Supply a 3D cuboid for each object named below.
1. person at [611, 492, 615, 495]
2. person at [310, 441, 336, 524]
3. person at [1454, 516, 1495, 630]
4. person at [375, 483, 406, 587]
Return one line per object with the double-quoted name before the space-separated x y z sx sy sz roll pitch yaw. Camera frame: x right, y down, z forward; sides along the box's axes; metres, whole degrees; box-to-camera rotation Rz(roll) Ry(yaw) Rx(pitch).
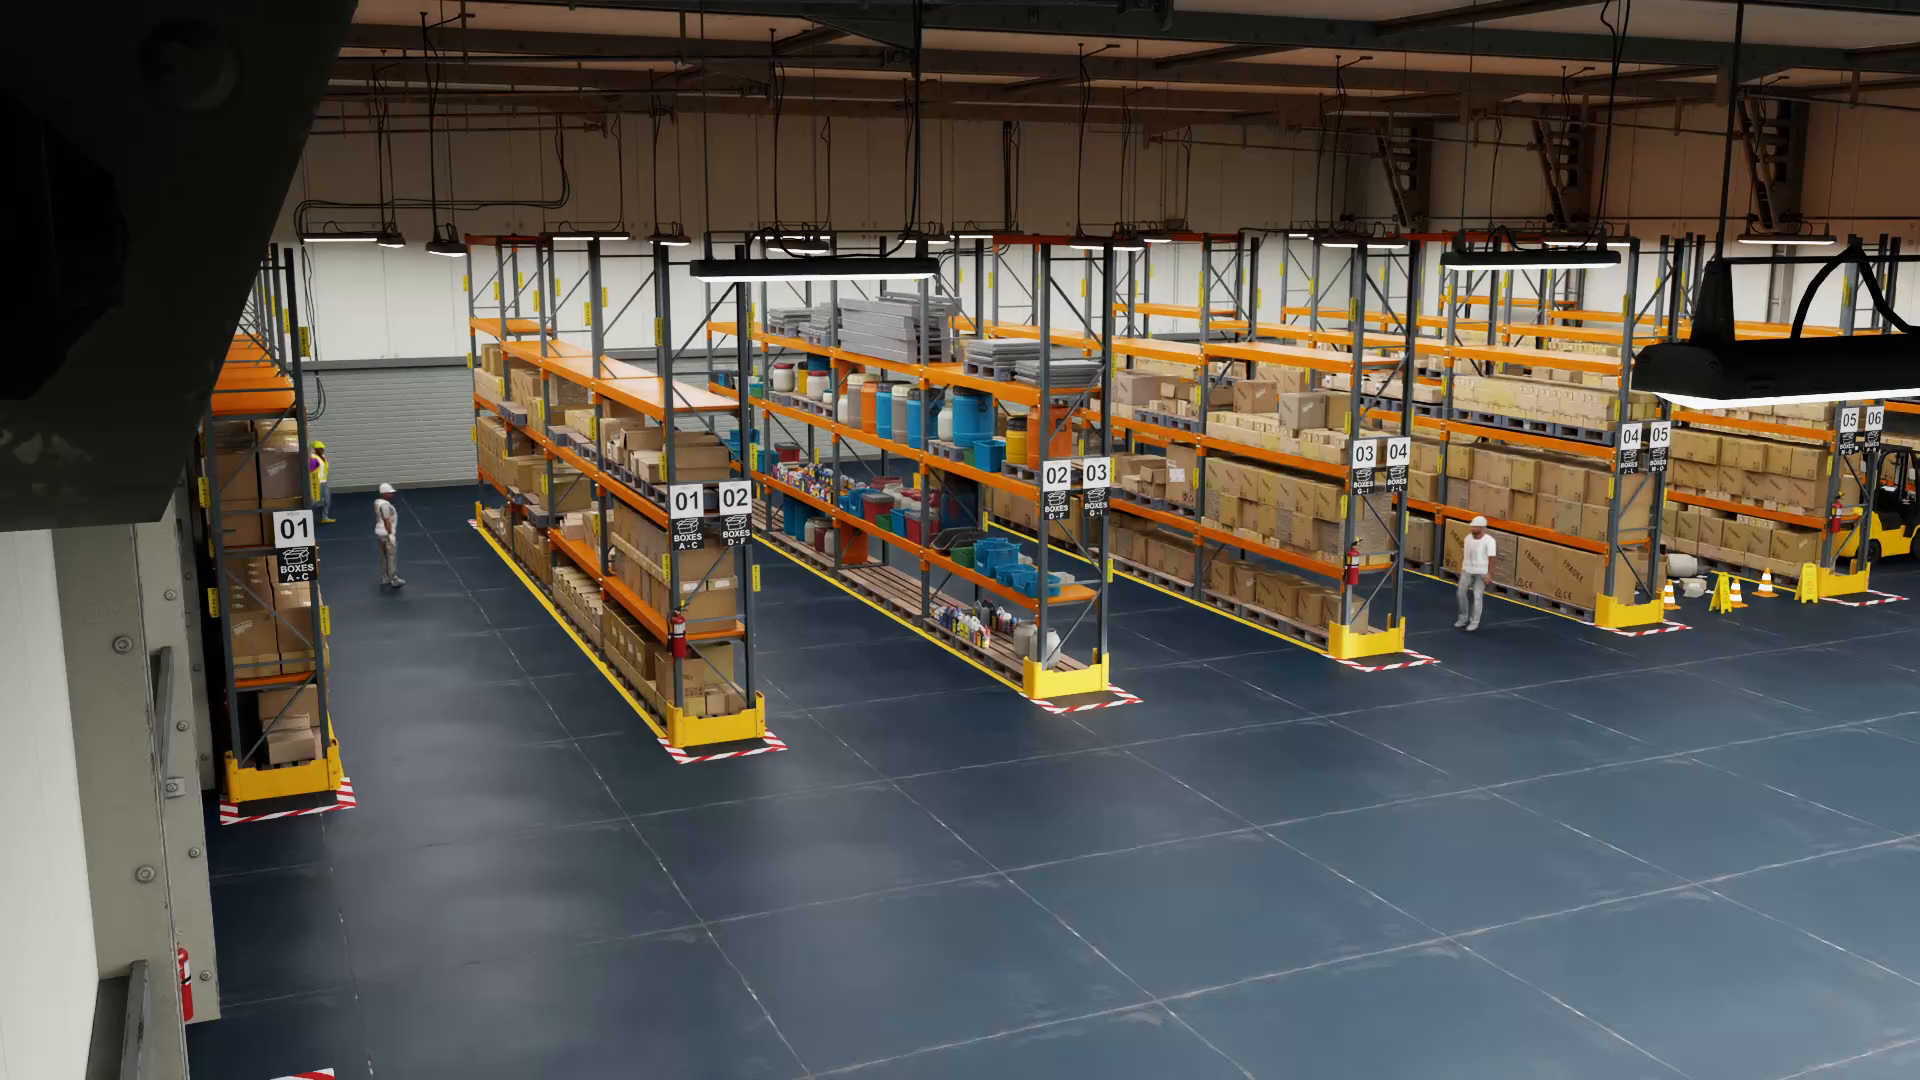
"person" -7.948 -1.864 38.264 0.492 1.772 0.511 3 11 16
"person" -13.423 -1.200 34.659 0.677 1.740 0.574 -4 12 -20
"person" 8.018 0.528 25.886 0.589 1.801 0.511 8 14 36
"person" -9.910 -0.098 28.883 0.431 1.788 0.628 -6 13 -30
